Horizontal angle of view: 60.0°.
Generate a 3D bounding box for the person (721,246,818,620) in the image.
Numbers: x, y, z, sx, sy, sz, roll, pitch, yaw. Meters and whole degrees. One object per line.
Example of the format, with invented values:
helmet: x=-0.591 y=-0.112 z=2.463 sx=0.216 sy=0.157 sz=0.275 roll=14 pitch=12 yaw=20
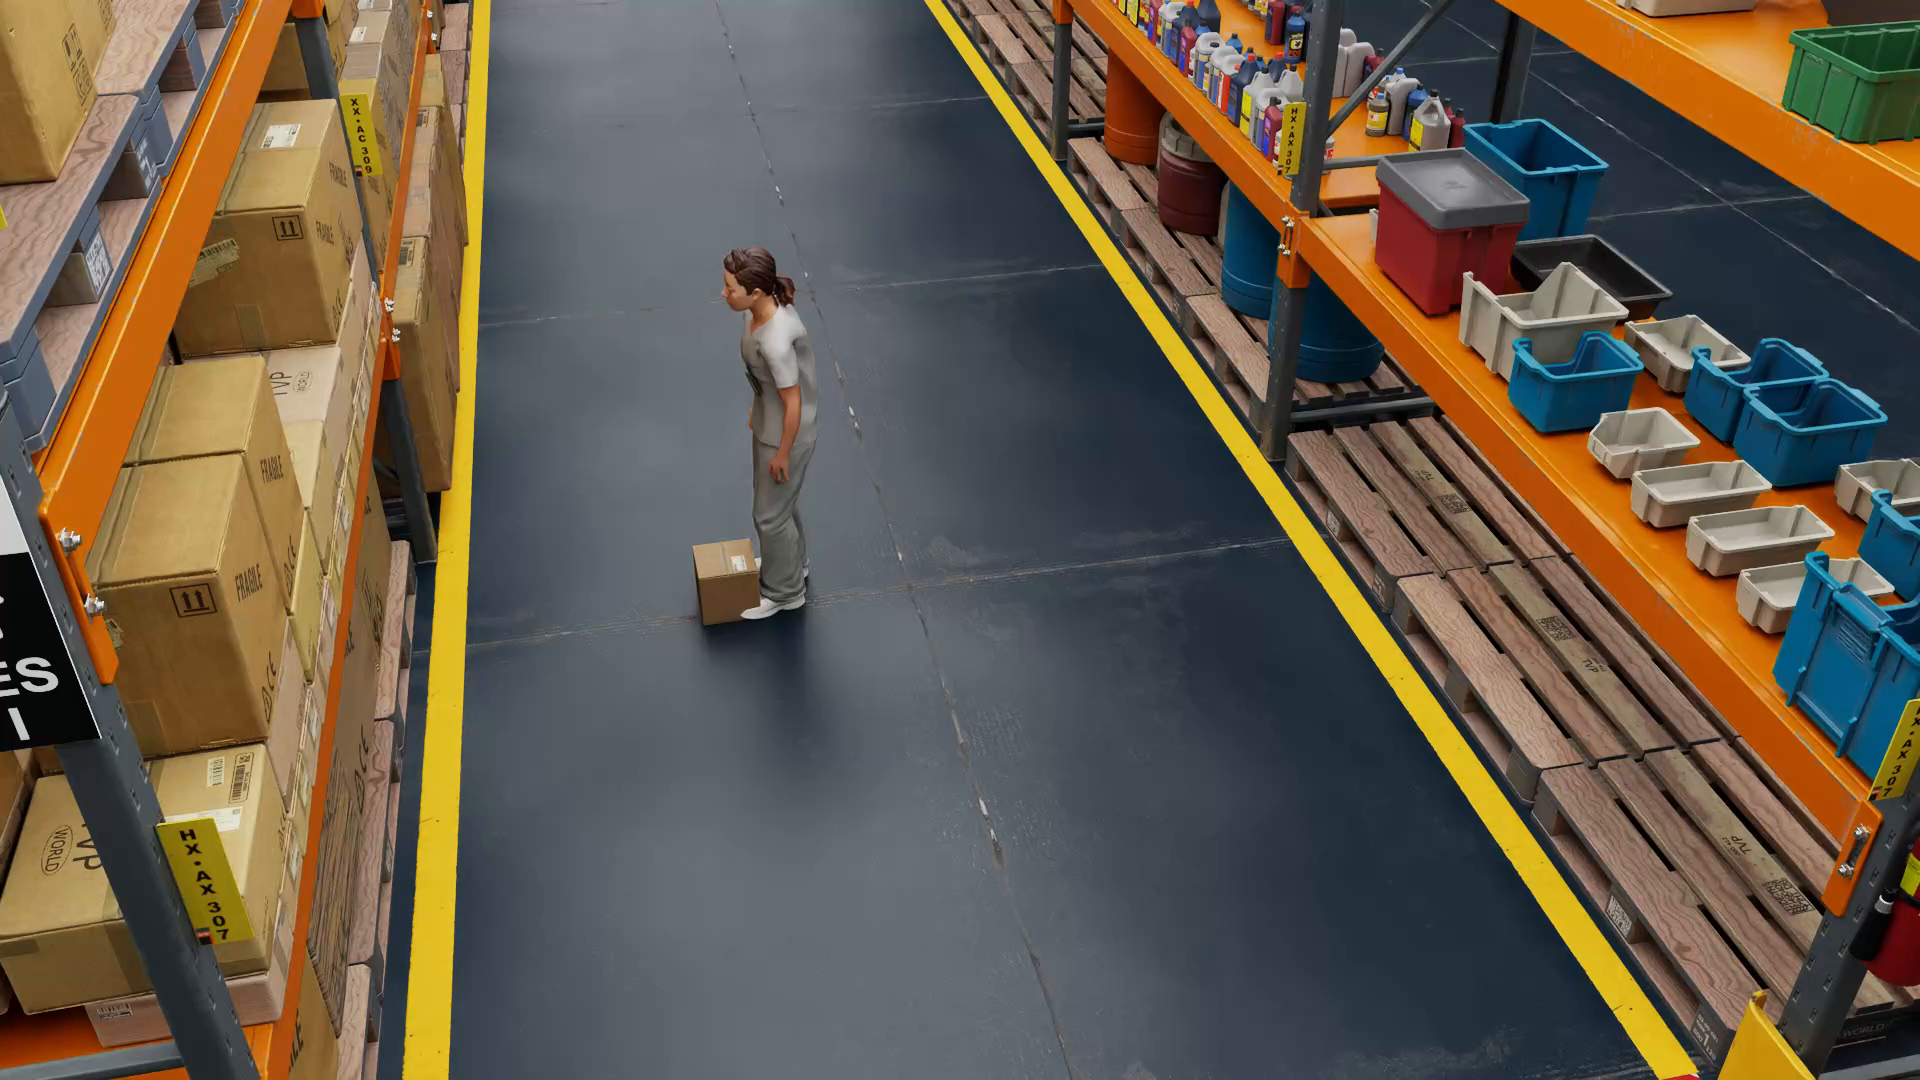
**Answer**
person: x=-0.786 y=-0.436 z=6.781 sx=0.415 sy=1.671 sz=0.514 roll=-9 pitch=36 yaw=-13
